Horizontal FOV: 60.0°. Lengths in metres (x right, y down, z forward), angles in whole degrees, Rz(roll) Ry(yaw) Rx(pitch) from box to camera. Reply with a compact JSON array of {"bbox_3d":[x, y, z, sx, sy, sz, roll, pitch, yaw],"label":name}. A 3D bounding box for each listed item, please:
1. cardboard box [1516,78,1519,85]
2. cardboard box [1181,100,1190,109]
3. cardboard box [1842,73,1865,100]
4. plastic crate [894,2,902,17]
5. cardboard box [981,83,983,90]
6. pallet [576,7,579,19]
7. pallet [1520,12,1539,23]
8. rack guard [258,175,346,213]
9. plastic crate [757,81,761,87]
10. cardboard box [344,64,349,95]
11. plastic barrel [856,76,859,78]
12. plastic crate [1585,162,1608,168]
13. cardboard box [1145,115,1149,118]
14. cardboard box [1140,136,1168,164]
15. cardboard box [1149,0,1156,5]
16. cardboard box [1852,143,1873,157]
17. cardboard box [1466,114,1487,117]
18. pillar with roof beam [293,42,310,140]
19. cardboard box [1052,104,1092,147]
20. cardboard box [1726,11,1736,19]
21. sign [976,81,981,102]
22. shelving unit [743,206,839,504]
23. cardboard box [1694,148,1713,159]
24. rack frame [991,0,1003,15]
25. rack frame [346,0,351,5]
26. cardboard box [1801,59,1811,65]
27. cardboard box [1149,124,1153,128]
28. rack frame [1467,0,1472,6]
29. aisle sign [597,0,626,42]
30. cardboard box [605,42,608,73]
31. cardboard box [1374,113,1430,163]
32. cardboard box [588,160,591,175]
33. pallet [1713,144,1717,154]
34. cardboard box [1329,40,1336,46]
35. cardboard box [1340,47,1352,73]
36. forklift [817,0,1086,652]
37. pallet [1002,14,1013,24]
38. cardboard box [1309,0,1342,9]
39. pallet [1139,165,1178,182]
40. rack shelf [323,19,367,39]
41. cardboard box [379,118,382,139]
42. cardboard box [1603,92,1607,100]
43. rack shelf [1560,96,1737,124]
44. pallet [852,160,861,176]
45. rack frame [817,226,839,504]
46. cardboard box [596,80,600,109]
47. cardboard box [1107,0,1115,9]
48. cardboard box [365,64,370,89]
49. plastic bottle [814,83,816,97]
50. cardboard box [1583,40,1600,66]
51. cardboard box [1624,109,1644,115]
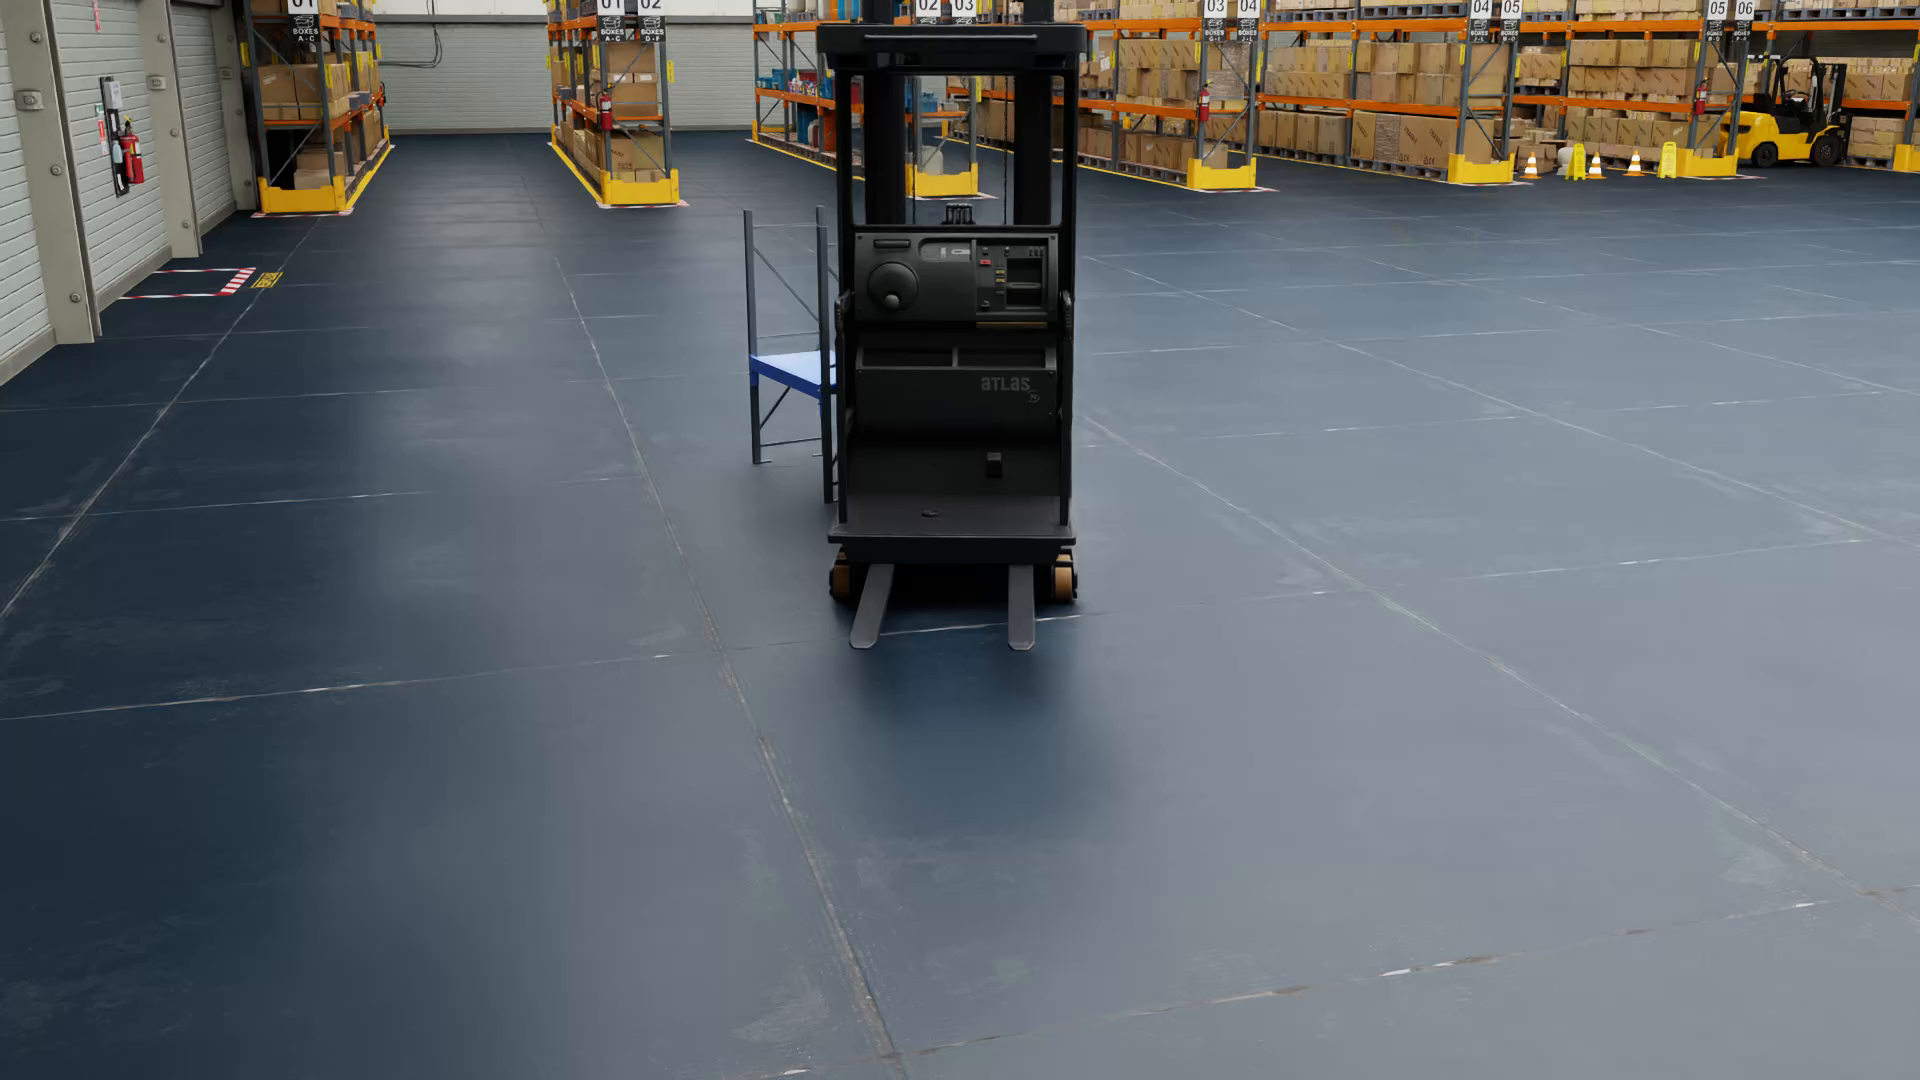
[{"bbox_3d":[12.309,-9.960,36.104,0.380,0.149,0.250,-5,18,-17],"label":"cardboard box"},{"bbox_3d":[4.063,-7.581,28.914,0.380,0.149,0.250,-5,17,-15],"label":"cardboard box"},{"bbox_3d":[18.164,-9.131,33.462,0.500,0.500,0.500,-5,17,-16],"label":"cardboard box"},{"bbox_3d":[-1.049,-9.046,28.166,0.392,0.384,0.575,-5,17,-15],"label":"plastic crate"},{"bbox_3d":[0.689,-10.904,39.977,0.380,0.149,0.250,-5,17,-16],"label":"cardboard box"},{"bbox_3d":[-6.615,-9.792,30.950,1.003,0.211,1.213,-4,17,-13],"label":"pallet"},{"bbox_3d":[12.600,-11.207,35.660,1.213,0.211,1.003,-5,17,-15],"label":"pallet"},{"bbox_3d":[-9.782,-5.154,24.741,1.175,0.500,0.348,-5,17,-15],"label":"rack guard"},{"bbox_3d":[-4.873,-11.252,41.050,0.250,0.136,0.298,-5,17,-15],"label":"plastic crate"},{"bbox_3d":[-10.433,-7.627,27.551,0.500,0.500,0.500,-5,17,-15],"label":"cardboard box"},{"bbox_3d":[-1.946,-9.112,33.378,0.421,0.512,0.421,0,17,0],"label":"plastic barrel"},{"bbox_3d":[12.599,-7.497,33.272,0.402,0.080,0.583,-12,20,-34],"label":"plastic crate"},{"bbox_3d":[5.029,-11.035,43.166,0.380,0.149,0.250,-6,18,-18],"label":"cardboard box"},{"bbox_3d":[3.663,-7.344,31.301,0.500,0.500,0.500,1,17,2],"label":"cardboard box"},{"bbox_3d":[3.615,-9.695,29.867,0.380,0.149,0.250,-5,17,-16],"label":"cardboard box"},{"bbox_3d":[18.266,-7.809,33.286,0.500,0.250,0.500,-5,17,-15],"label":"cardboard box"},{"bbox_3d":[11.746,-9.882,39.101,0.875,0.875,0.875,-5,17,-16],"label":"cardboard box"},{"bbox_3d":[-9.944,-12.988,36.048,9.100,9.000,0.400,-5,17,-15],"label":"pillar with roof beam"},{"bbox_3d":[2.158,-9.094,36.475,1.225,0.875,0.875,-6,18,-18],"label":"cardboard box"},{"bbox_3d":[14.276,-9.722,30.826,0.380,0.149,0.250,-5,17,-15],"label":"cardboard box"},{"bbox_3d":[0.294,-7.288,27.020,0.100,0.325,0.005,-5,17,-15],"label":"sign"},{"bbox_3d":[-0.772,-1.084,9.455,0.538,1.500,1.048,-9,19,-28],"label":"shelving unit"},{"bbox_3d":[14.099,-7.418,31.981,0.500,0.250,0.500,-5,17,-16],"label":"cardboard box"},{"bbox_3d":[1.229,-13.697,38.409,1.000,3.000,0.127,-5,17,-15],"label":"rack frame"},{"bbox_3d":[-11.960,-11.416,30.815,1.000,3.000,0.127,-5,17,-15],"label":"rack frame"},{"bbox_3d":[17.739,-9.963,34.588,0.380,0.149,0.250,-4,17,-14],"label":"cardboard box"},{"bbox_3d":[5.114,-10.684,43.031,0.380,0.149,0.250,-5,17,-15],"label":"cardboard box"},{"bbox_3d":[9.323,-10.742,28.572,1.000,3.000,0.127,-5,17,-15],"label":"rack frame"},{"bbox_3d":[-5.264,-7.926,25.107,0.394,0.787,0.004,-5,17,-15],"label":"aisle sign"},{"bbox_3d":[-5.280,-7.682,26.382,0.700,0.500,0.500,-5,17,-17],"label":"cardboard box"},{"bbox_3d":[8.581,-7.730,31.937,0.875,0.875,0.875,-5,17,-15],"label":"cardboard box"},{"bbox_3d":[-6.130,-6.422,28.668,0.500,0.250,0.500,-5,17,-15],"label":"cardboard box"},{"bbox_3d":[17.487,-8.654,36.893,1.003,0.211,1.213,-5,17,-15],"label":"pallet"},{"bbox_3d":[9.875,-12.999,43.474,0.380,0.149,0.250,-5,17,-17],"label":"cardboard box"},{"bbox_3d":[8.082,-9.639,33.416,0.700,0.500,0.500,-5,17,-16],"label":"cardboard box"},{"bbox_3d":[-0.022,-1.212,7.393,1.130,2.935,3.031,1,17,2],"label":"forklift"},{"bbox_3d":[1.528,-11.919,38.037,0.805,0.209,1.217,-5,18,-17],"label":"pallet"},{"bbox_3d":[7.531,-11.086,34.181,0.500,0.311,0.500,-5,18,-17],"label":"cardboard box"},{"bbox_3d":[3.985,-6.755,30.572,1.003,0.211,1.213,-5,17,-15],"label":"pallet"},{"bbox_3d":[-12.510,-10.188,33.192,1.077,0.370,4.000,-5,17,-15],"label":"rack shelf"},{"bbox_3d":[-13.870,-9.574,38.726,0.700,0.500,0.500,-5,17,-15],"label":"cardboard box"},{"bbox_3d":[13.093,-8.883,33.246,0.380,0.149,0.250,-5,17,-16],"label":"cardboard box"},{"bbox_3d":[13.505,-8.497,32.776,1.077,0.370,4.000,-5,17,-15],"label":"rack shelf"},{"bbox_3d":[-1.588,-7.098,31.716,1.003,0.211,1.213,-5,17,-15],"label":"pallet"},{"bbox_3d":[-0.523,-0.957,9.030,0.500,1.500,0.032,-9,19,-28],"label":"rack frame"},{"bbox_3d":[-5.820,-7.609,28.397,0.700,0.500,0.500,-5,17,-16],"label":"cardboard box"},{"bbox_3d":[3.073,-10.437,32.272,0.396,0.266,0.258,-4,17,-13],"label":"cardboard box"},{"bbox_3d":[-12.540,-9.601,34.475,0.500,0.500,0.500,-5,17,-15],"label":"cardboard box"},{"bbox_3d":[-3.019,-9.412,34.775,0.061,0.283,0.133,-5,17,-15],"label":"plastic bottle"},{"bbox_3d":[12.987,-9.782,33.375,0.700,0.500,0.500,-5,17,-15],"label":"cardboard box"},{"bbox_3d":[16.249,-10.326,40.101,0.380,0.149,0.250,-6,18,-18],"label":"cardboard box"}]
